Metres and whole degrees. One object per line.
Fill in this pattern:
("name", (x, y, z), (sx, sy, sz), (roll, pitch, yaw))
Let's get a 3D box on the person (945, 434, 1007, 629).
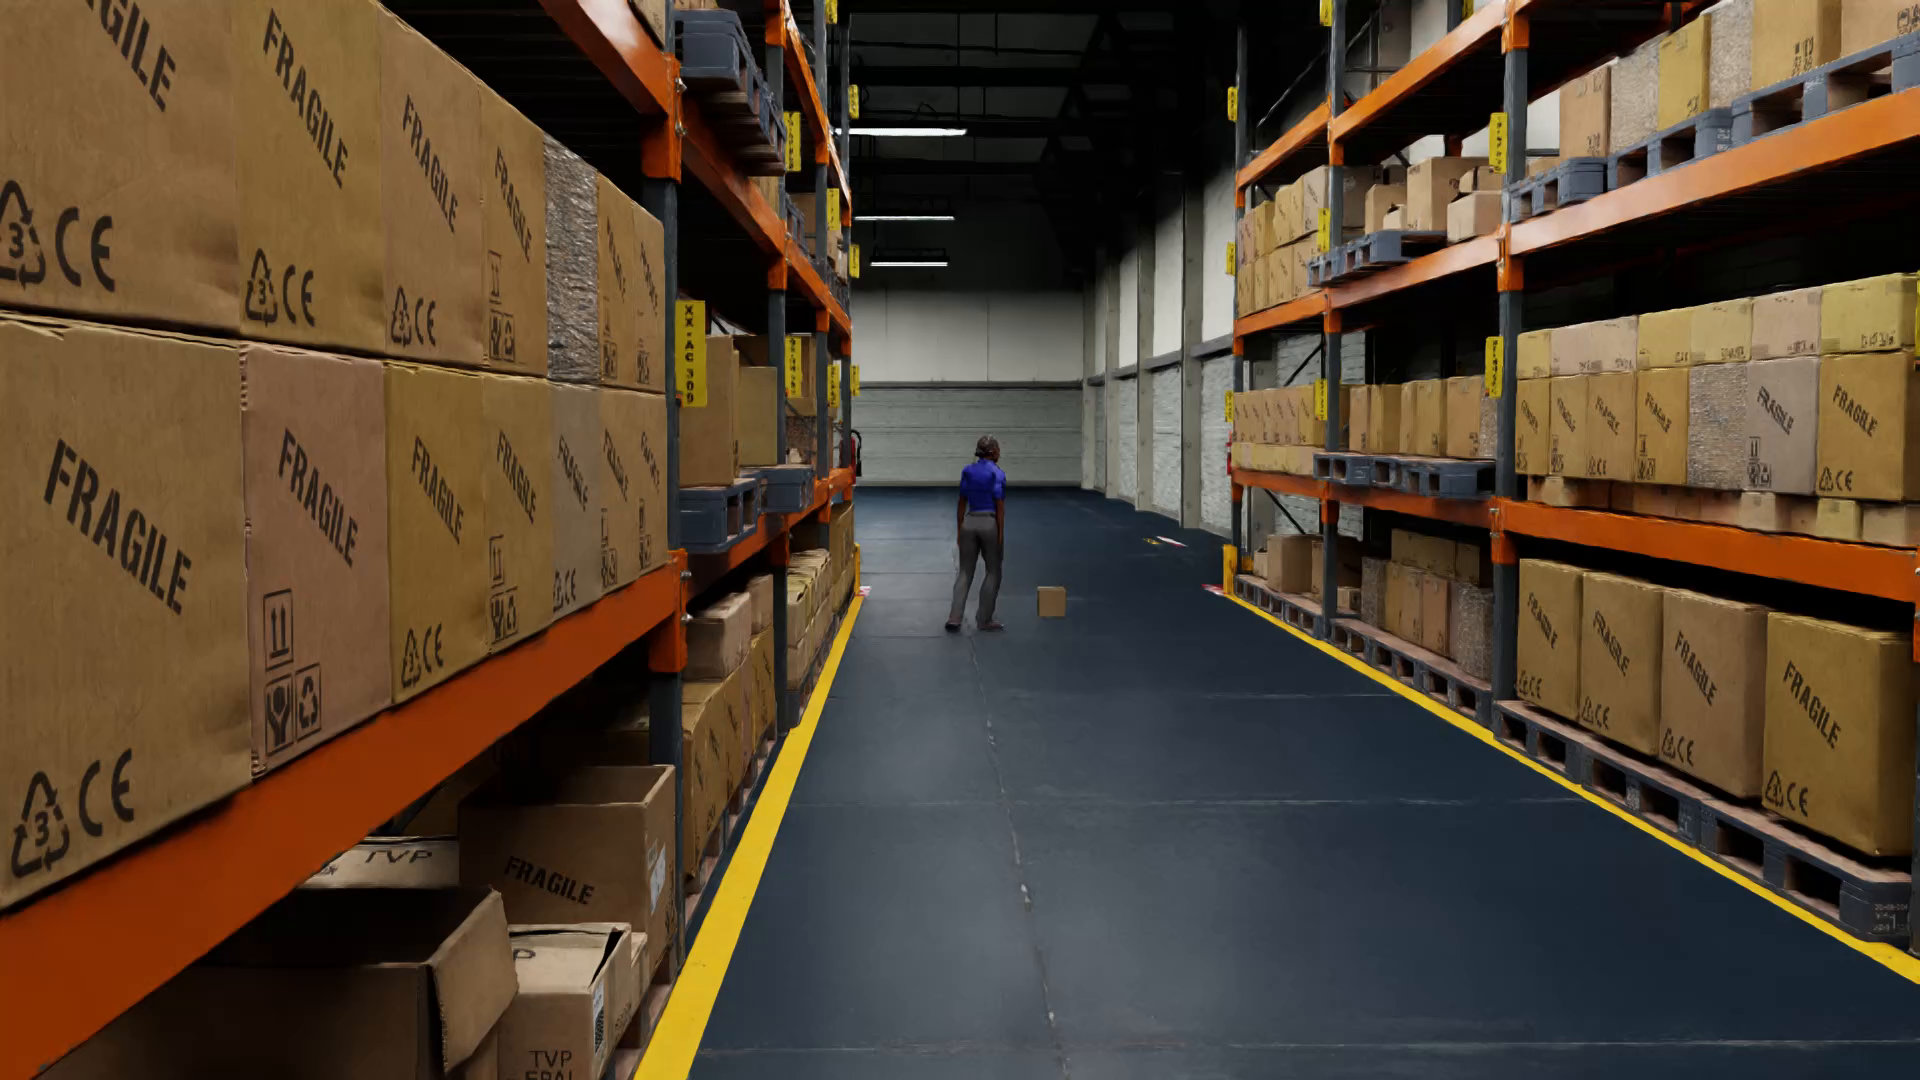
("person", (0.138, -0.063, 13.985), (0.499, 1.648, 0.537), (2, 5, 31))
